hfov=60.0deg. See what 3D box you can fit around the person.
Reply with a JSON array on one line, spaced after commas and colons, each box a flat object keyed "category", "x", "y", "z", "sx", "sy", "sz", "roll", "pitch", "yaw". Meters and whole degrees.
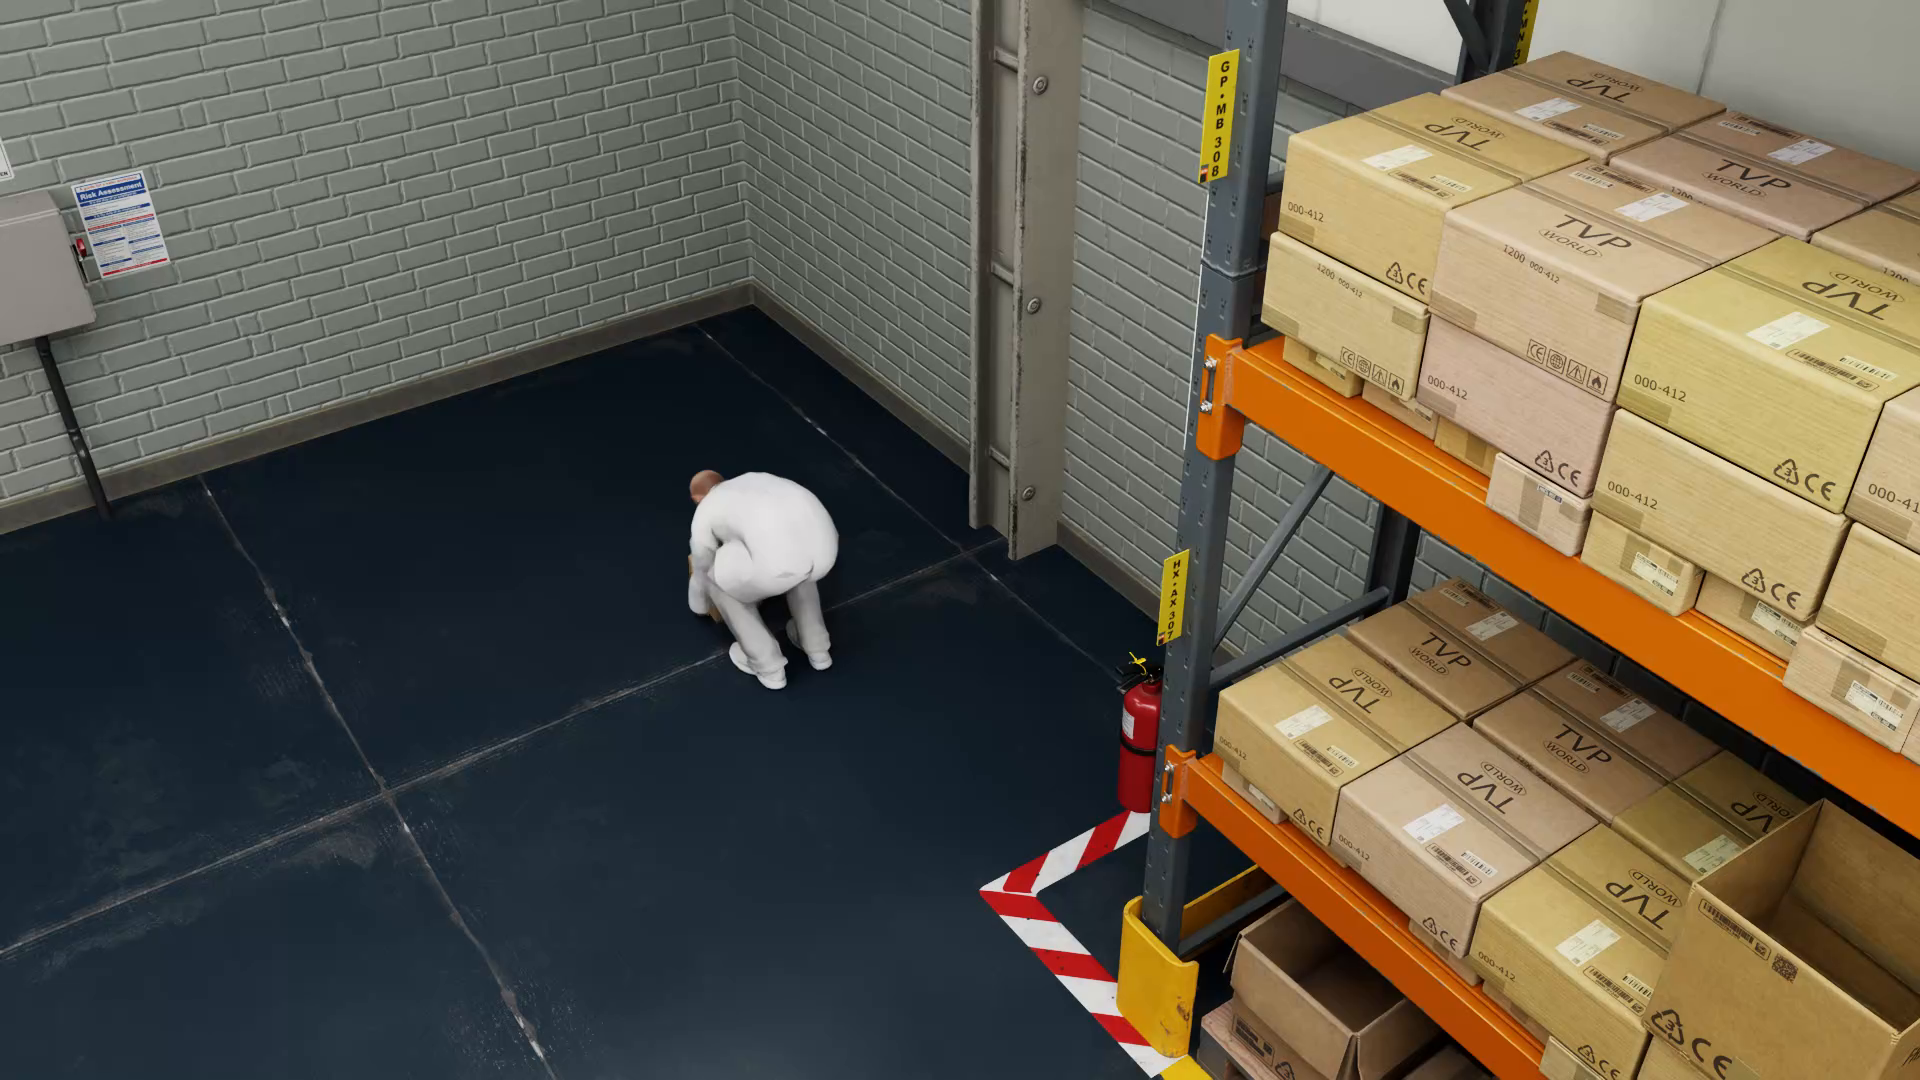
[{"category": "person", "x": -0.871, "y": -0.173, "z": 7.314, "sx": 0.537, "sy": 1.716, "sz": 0.617, "roll": -23, "pitch": 42, "yaw": -29}]
